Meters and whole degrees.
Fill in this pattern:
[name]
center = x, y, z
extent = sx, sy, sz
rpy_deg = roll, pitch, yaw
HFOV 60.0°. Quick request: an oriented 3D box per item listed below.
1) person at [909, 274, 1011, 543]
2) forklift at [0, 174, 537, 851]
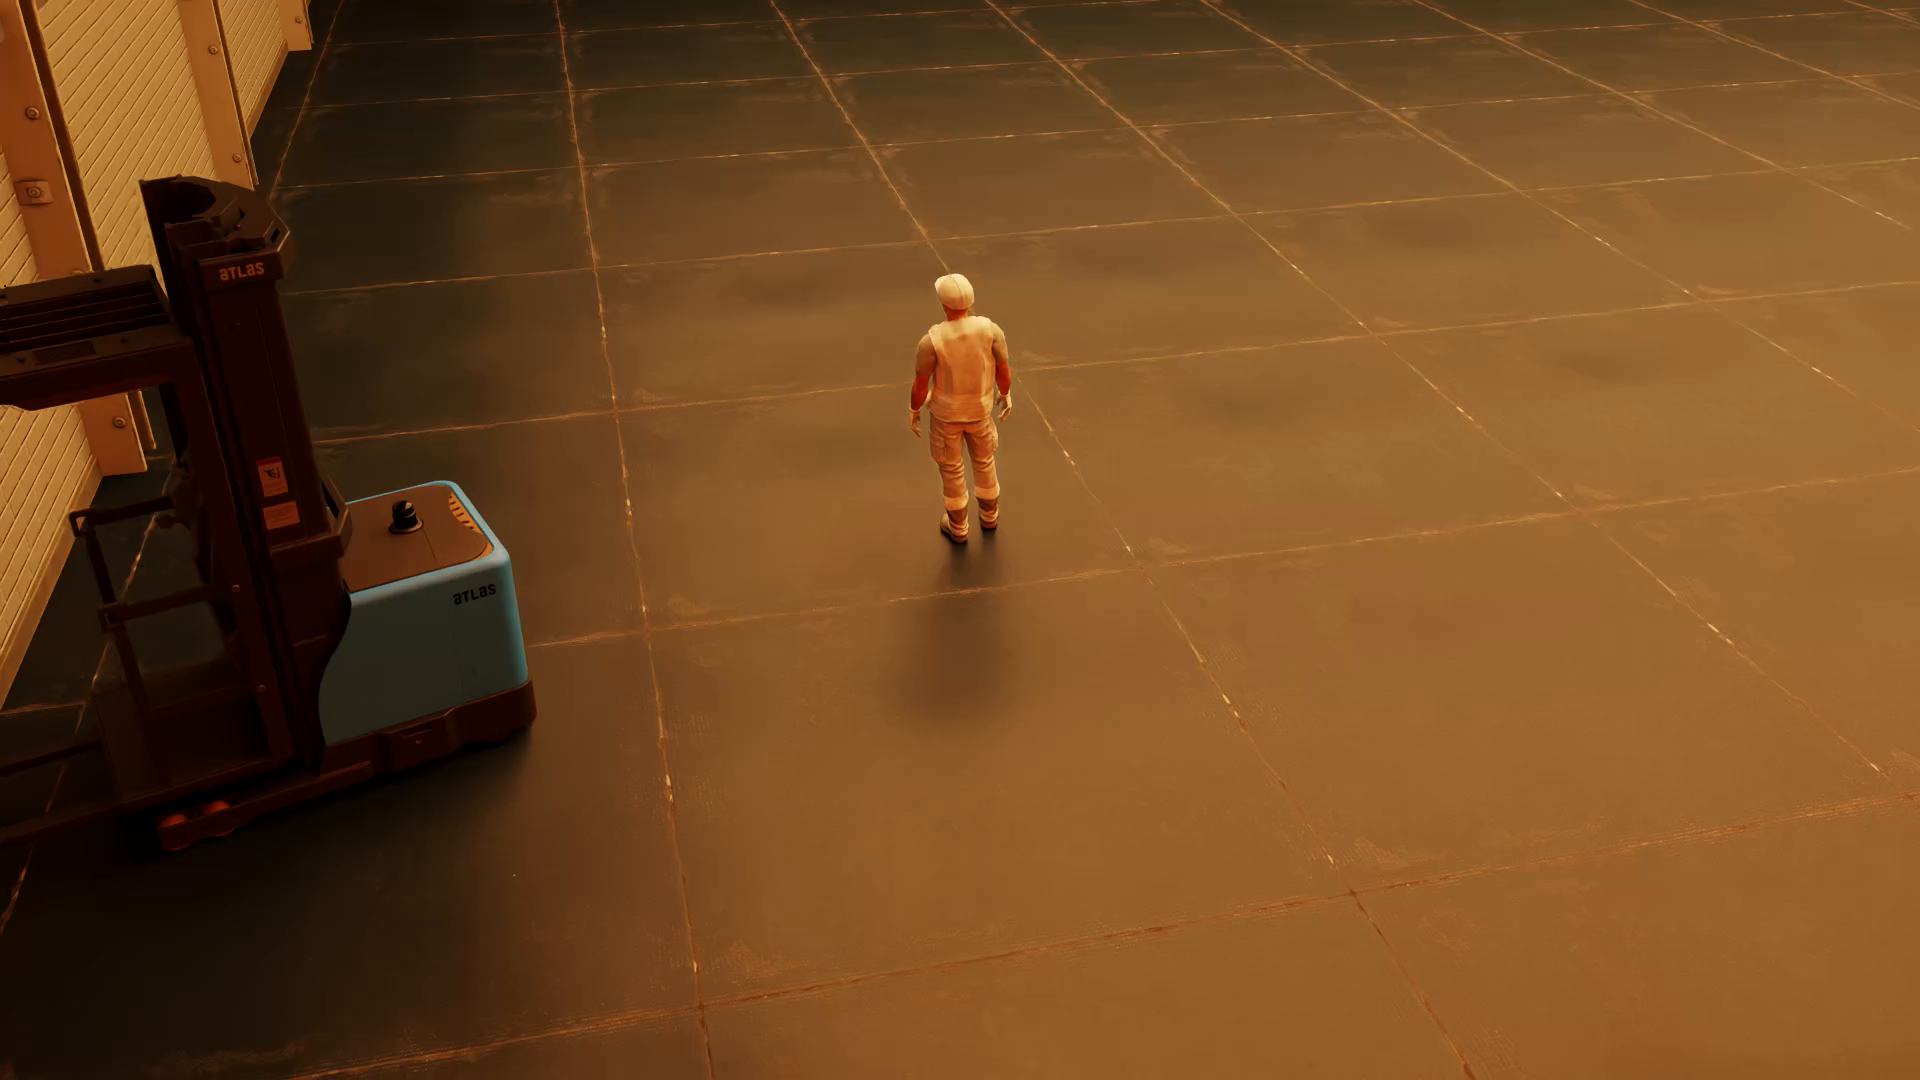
[person]
center = -0.007, -0.822, 10.118
extent = 0.637, 1.790, 0.562
rpy_deg = -7, 31, -12
[forklift]
center = -3.756, -0.091, 7.732
extent = 3.031, 2.935, 1.130
rpy_deg = -17, 34, -27
